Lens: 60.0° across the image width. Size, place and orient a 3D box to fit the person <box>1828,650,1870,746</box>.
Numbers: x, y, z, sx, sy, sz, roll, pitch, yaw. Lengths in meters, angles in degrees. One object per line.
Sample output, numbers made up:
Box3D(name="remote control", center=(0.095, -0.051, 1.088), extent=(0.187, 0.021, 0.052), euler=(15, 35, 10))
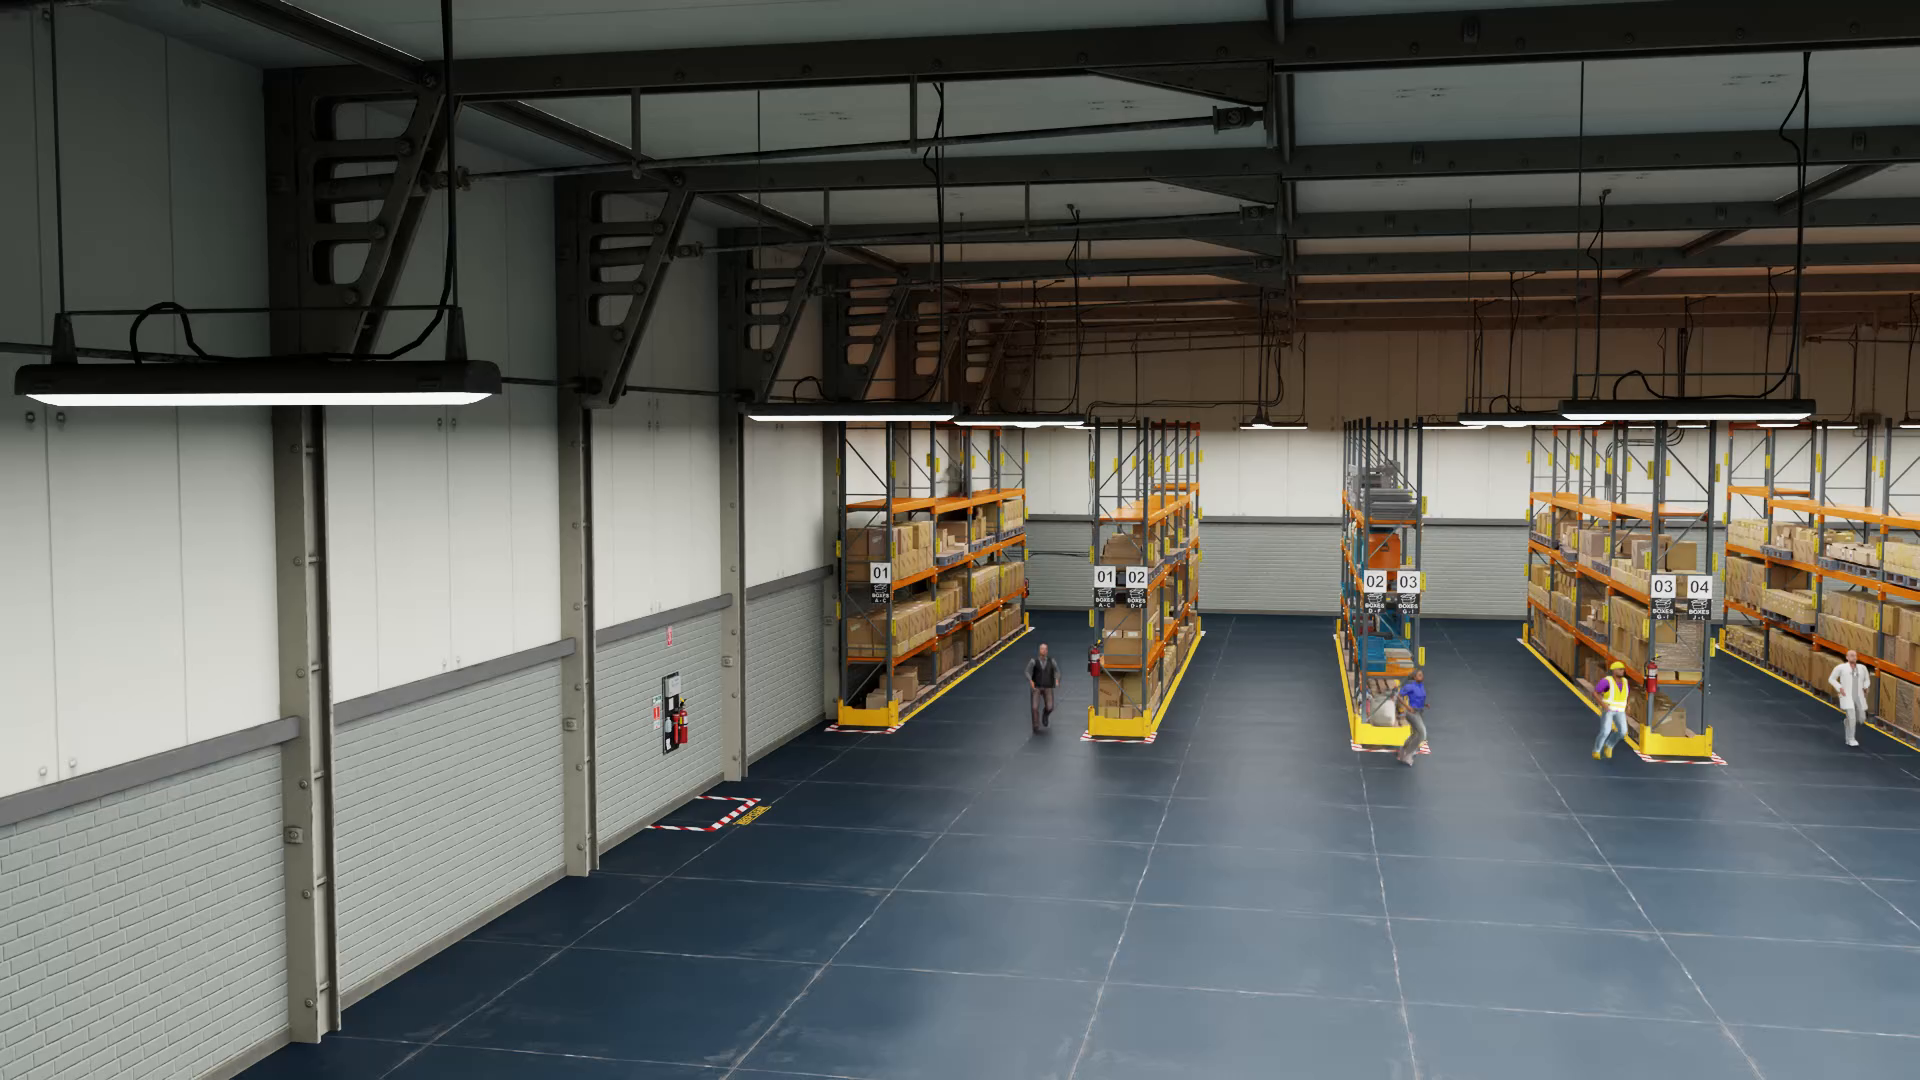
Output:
Box3D(name="person", center=(16.317, 2.877, 30.480), extent=(0.711, 1.727, 0.716), euler=(0, 4, 6))

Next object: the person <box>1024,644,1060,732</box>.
Box3D(name="person", center=(1.572, 2.833, 31.810), extent=(0.704, 1.666, 0.529), euler=(0, 4, -2))

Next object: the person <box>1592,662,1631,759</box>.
Box3D(name="person", center=(11.434, 2.975, 29.035), extent=(0.764, 1.702, 0.578), euler=(0, 4, -7))

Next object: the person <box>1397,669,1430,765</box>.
Box3D(name="person", center=(7.859, 3.050, 28.688), extent=(0.583, 1.646, 0.610), euler=(3, 5, 43))
